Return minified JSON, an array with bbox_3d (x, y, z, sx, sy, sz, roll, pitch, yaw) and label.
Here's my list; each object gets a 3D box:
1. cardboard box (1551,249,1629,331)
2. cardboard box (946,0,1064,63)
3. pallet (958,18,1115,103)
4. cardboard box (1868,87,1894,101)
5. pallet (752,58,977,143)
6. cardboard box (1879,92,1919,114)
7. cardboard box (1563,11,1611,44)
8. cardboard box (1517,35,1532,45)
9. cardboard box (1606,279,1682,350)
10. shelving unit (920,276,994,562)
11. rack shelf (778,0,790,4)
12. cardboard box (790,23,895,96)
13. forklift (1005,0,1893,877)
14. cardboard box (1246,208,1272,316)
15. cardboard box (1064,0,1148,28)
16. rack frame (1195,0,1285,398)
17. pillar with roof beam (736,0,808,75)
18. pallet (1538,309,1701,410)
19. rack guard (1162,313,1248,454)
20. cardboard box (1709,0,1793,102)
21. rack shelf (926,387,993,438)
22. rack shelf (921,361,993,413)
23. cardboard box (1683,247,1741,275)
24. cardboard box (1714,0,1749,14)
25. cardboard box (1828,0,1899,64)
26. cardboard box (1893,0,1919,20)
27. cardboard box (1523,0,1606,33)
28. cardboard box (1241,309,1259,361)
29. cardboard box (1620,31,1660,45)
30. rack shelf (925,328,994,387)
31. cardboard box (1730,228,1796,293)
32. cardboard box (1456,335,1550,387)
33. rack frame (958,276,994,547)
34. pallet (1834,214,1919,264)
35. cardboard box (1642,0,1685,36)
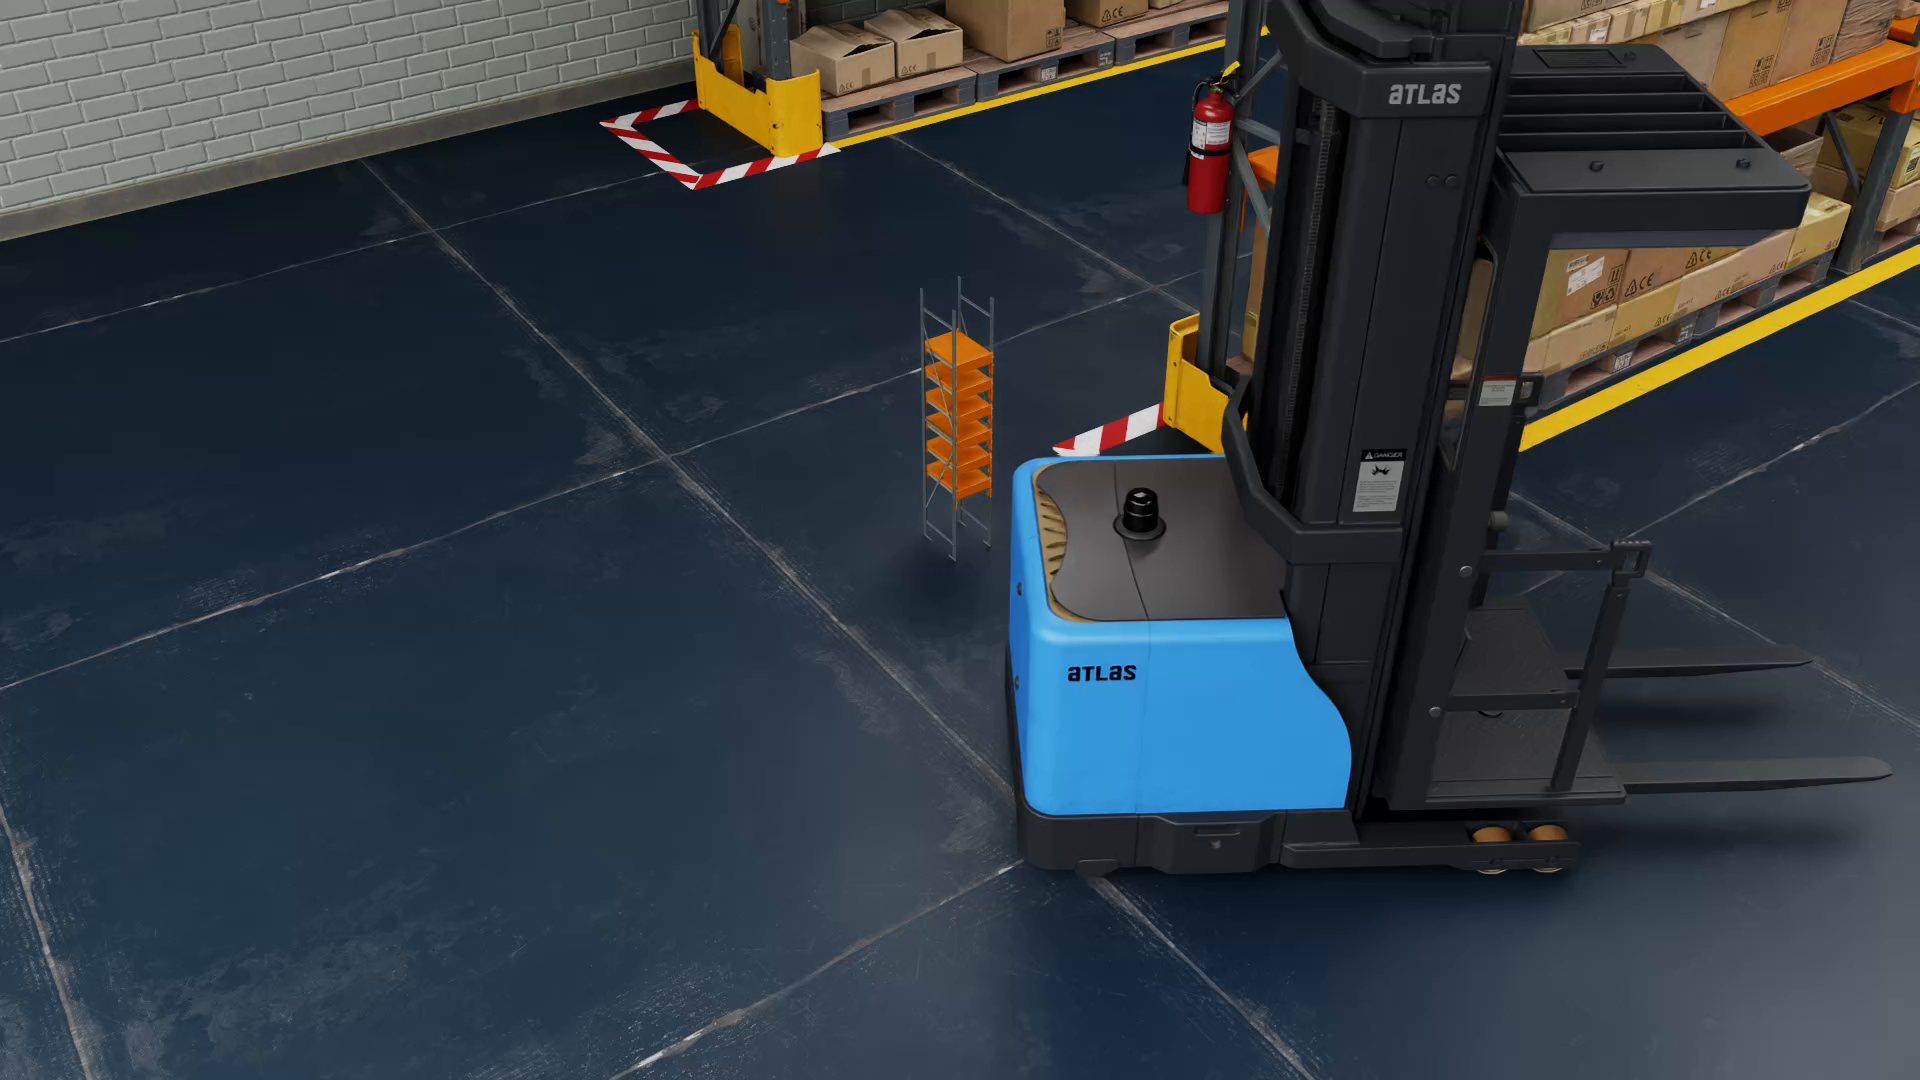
[{"bbox_3d":[2.829,-1.378,7.949,0.500,0.500,0.500,-22,41,-28],"label":"cardboard box"},{"bbox_3d":[0.308,-3.733,11.635,0.500,0.500,0.700,-25,43,-31],"label":"cardboard box"},{"bbox_3d":[0.339,-3.522,11.966,1.213,0.211,1.003,-22,41,-28],"label":"pallet"},{"bbox_3d":[5.310,-2.680,9.922,0.500,0.311,0.500,-21,41,-27],"label":"cardboard box"},{"bbox_3d":[-0.657,-3.114,11.399,1.213,0.211,1.003,-22,41,-28],"label":"pallet"},{"bbox_3d":[5.616,-2.415,9.553,0.500,0.311,0.500,-23,42,-28],"label":"cardboard box"},{"bbox_3d":[2.524,-2.192,7.087,0.250,0.149,0.380,-23,42,-29],"label":"cardboard box"},{"bbox_3d":[2.112,-2.025,6.855,0.250,0.149,0.380,-24,42,-29],"label":"cardboard box"},{"bbox_3d":[3.247,-1.234,8.391,0.500,0.250,0.500,-22,41,-28],"label":"cardboard box"},{"bbox_3d":[-0.012,-0.482,6.893,0.189,1.200,0.258,-22,41,-28],"label":"shelving unit"},{"bbox_3d":[0.231,-4.345,11.338,4.000,0.370,1.077,-22,41,-28],"label":"rack shelf"},{"bbox_3d":[-0.786,-3.241,11.114,0.500,0.311,0.500,-28,44,-33],"label":"cardboard box"},{"bbox_3d":[1.701,-0.362,5.242,3.031,2.935,1.130,-1,36,-2],"label":"forklift"},{"bbox_3d":[1.720,-1.282,7.817,0.500,0.500,0.500,-22,41,-28],"label":"cardboard box"},{"bbox_3d":[1.041,-4.105,12.153,0.500,0.500,0.500,-26,43,-31],"label":"cardboard box"},{"bbox_3d":[1.453,-1.601,6.908,0.127,3.000,1.000,-22,41,-28],"label":"rack frame"},{"bbox_3d":[1.150,-4.994,6.486,0.400,9.000,9.100,-22,41,-28],"label":"pillar with roof beam"},{"bbox_3d":[3.050,-1.155,8.674,1.213,0.211,1.003,-22,41,-28],"label":"pallet"},{"bbox_3d":[1.434,-0.578,7.626,0.348,0.500,1.175,-22,41,-28],"label":"rack guard"},{"bbox_3d":[3.524,-2.488,8.054,0.500,0.500,0.700,-22,41,-27],"label":"cardboard box"},{"bbox_3d":[-0.012,-0.544,6.849,0.180,0.103,0.258,-22,41,-28],"label":"rack shelf"},{"bbox_3d":[-0.012,-0.641,6.779,0.180,0.103,0.258,-22,41,-28],"label":"rack shelf"},{"bbox_3d":[3.648,-1.713,8.415,0.500,0.500,0.500,-22,41,-28],"label":"cardboard box"},{"bbox_3d":[3.370,-2.540,7.571,0.250,0.149,0.380,-21,41,-26],"label":"cardboard box"},{"bbox_3d":[4.364,-2.835,8.537,0.500,0.500,0.700,-24,42,-29],"label":"cardboard box"},{"bbox_3d":[5.100,-3.072,9.081,0.500,0.250,0.500,-20,40,-25],"label":"cardboard box"},{"bbox_3d":[2.312,-2.517,6.984,0.500,0.500,0.700,-24,42,-29],"label":"cardboard box"},{"bbox_3d":[1.721,-0.977,8.035,0.500,0.250,0.500,-22,41,-28],"label":"cardboard box"},{"bbox_3d":[2.678,-2.136,7.565,0.500,0.500,0.700,-22,41,-28],"label":"cardboard box"},{"bbox_3d":[-0.012,-0.738,6.709,0.180,0.103,0.258,-22,41,-28],"label":"rack shelf"},{"bbox_3d":[4.055,-1.577,8.869,0.500,0.250,0.500,-22,41,-28],"label":"cardboard box"},{"bbox_3d":[2.426,-0.900,7.927,0.500,0.250,0.500,-22,41,-28],"label":"cardboard box"},{"bbox_3d":[0.063,-0.513,6.936,0.006,1.200,0.240,-22,41,-28],"label":"rack frame"},{"bbox_3d":[5.303,-2.081,9.963,1.213,0.211,1.003,-22,41,-28],"label":"pallet"},{"bbox_3d":[2.950,-2.369,7.333,0.250,0.149,0.380,-23,42,-28],"label":"cardboard box"}]
